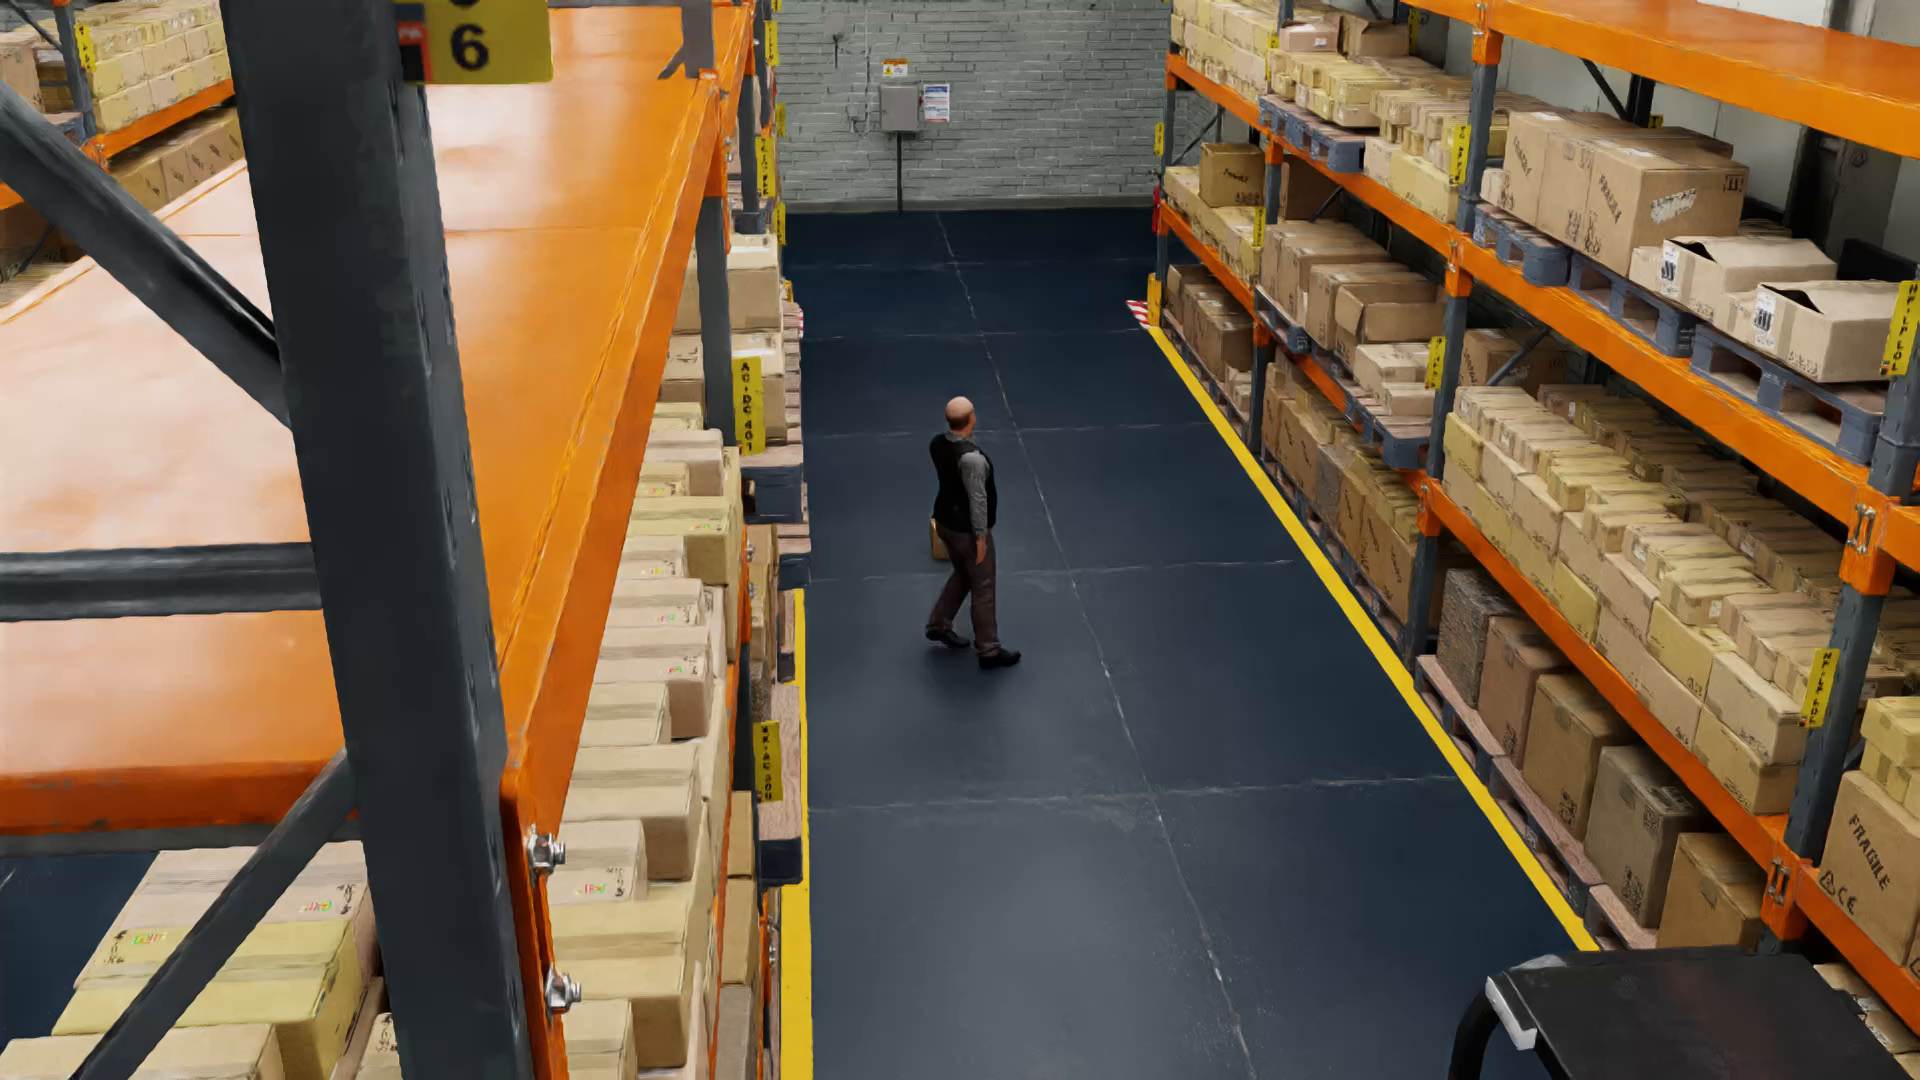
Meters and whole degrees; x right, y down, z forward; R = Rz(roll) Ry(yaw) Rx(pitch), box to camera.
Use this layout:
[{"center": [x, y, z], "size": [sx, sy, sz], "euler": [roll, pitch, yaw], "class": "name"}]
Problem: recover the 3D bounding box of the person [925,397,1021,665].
[{"center": [0.069, -0.069, 10.494], "size": [0.477, 1.723, 0.592], "euler": [-13, 27, -26], "class": "person"}]
